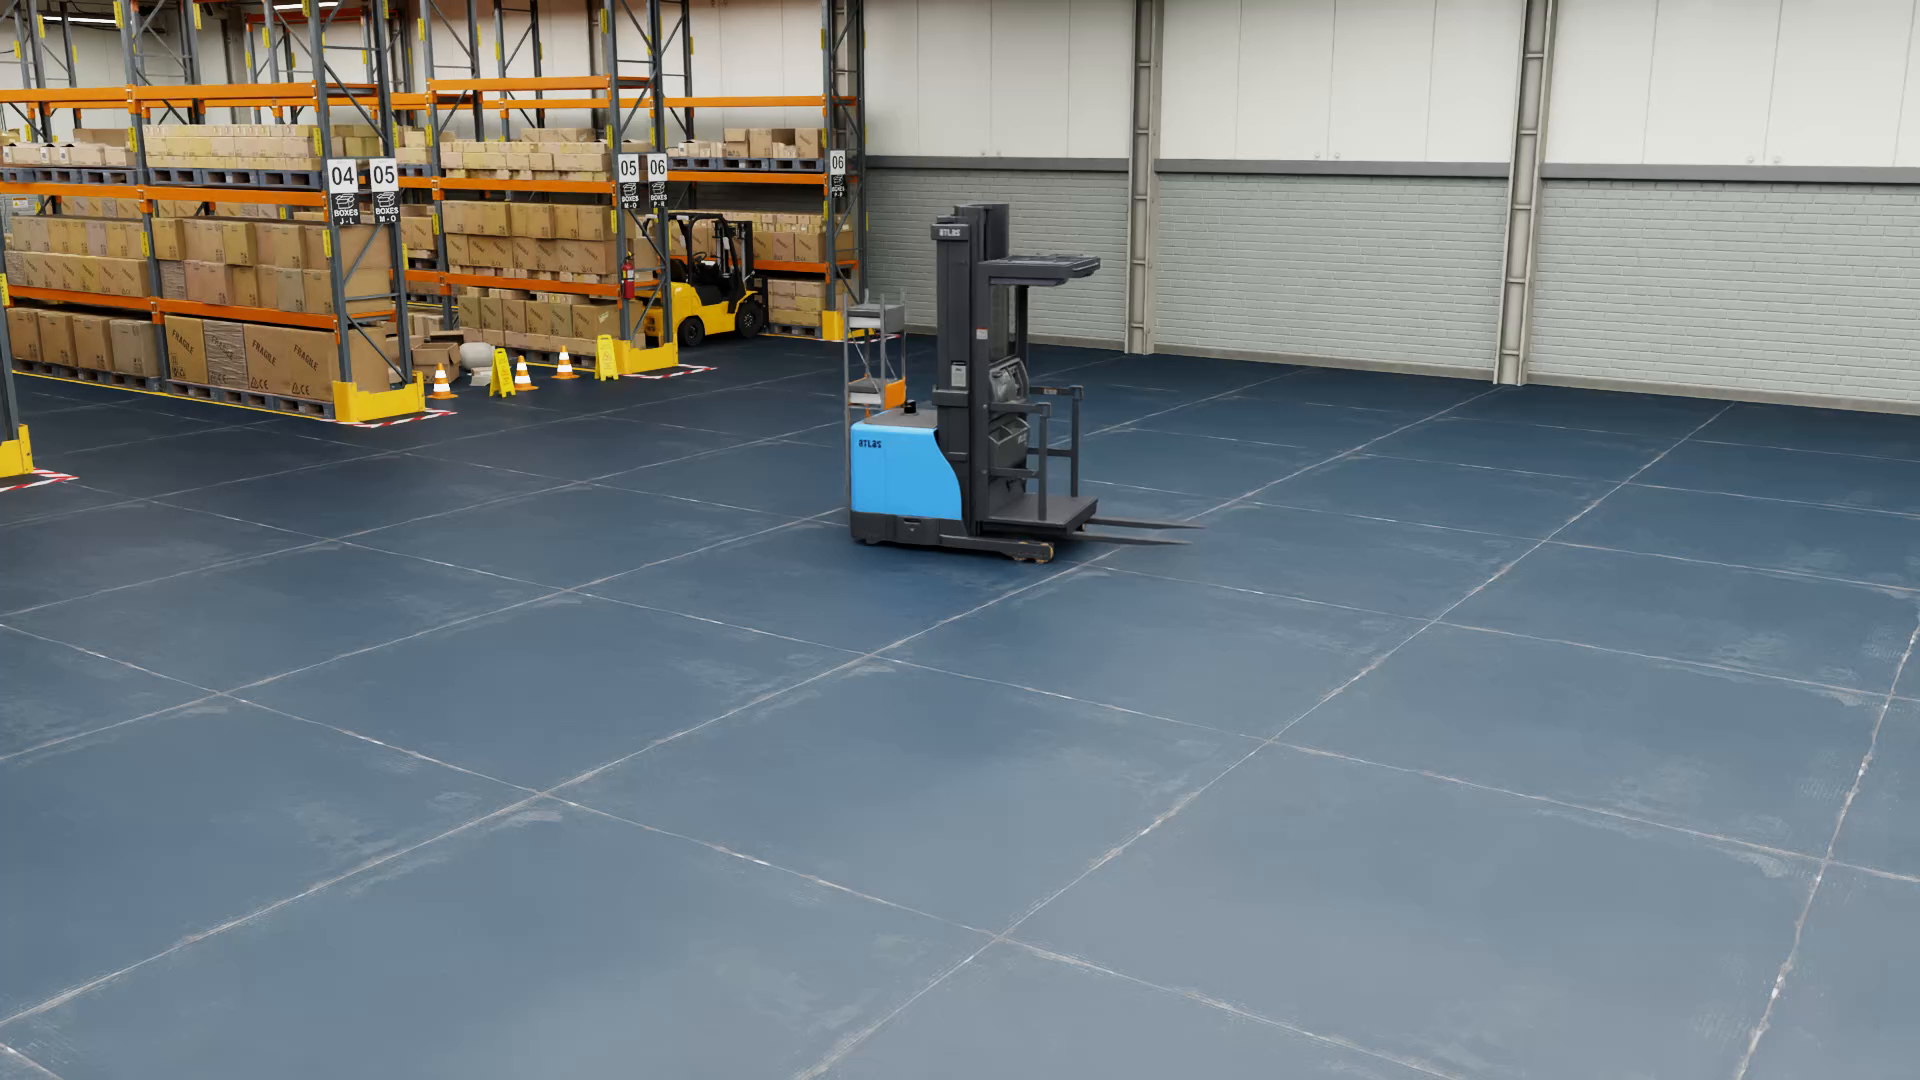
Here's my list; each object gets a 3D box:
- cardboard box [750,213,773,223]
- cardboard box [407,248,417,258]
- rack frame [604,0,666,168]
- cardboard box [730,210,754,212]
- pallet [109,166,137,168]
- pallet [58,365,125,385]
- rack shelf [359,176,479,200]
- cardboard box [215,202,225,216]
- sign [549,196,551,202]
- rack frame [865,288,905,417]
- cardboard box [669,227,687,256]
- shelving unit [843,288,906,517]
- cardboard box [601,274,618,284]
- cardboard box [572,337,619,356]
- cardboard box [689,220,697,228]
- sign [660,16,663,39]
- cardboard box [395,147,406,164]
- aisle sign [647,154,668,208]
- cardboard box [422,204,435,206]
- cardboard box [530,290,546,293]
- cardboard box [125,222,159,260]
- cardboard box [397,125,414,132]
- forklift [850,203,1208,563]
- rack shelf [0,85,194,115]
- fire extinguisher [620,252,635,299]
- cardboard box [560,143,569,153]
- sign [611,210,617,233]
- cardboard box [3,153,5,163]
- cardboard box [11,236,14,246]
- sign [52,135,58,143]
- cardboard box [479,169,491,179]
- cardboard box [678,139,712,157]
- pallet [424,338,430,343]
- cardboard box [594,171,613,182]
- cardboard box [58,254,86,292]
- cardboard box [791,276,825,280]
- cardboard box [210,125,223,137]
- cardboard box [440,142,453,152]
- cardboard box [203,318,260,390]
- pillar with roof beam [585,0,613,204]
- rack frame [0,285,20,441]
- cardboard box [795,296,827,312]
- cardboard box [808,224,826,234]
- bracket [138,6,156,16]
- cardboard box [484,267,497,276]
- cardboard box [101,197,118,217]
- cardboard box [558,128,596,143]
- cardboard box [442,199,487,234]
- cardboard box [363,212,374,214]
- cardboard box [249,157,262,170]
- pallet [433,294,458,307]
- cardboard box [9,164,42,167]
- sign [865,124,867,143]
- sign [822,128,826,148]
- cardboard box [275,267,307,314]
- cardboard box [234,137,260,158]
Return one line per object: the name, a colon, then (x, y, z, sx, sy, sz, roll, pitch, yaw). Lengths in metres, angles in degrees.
cardboard box: (-3.502, -5.710, 29.469, 0.250, 0.149, 0.380, 10, 17, 34)
cardboard box: (-8.848, -4.726, 27.320, 0.250, 0.149, 0.380, 9, 16, 31)
rack frame: (-4.739, -6.967, 24.239, 0.127, 3.000, 1.000, 9, 17, 33)
cardboard box: (-3.999, -5.972, 30.528, 0.250, 0.149, 0.380, 9, 16, 32)
pallet: (-15.369, -7.189, 31.563, 1.213, 0.211, 1.003, 9, 17, 33)
pallet: (-12.436, -2.489, 24.438, 1.213, 0.211, 1.003, 9, 17, 33)
rack shelf: (-9.718, -5.966, 27.937, 4.000, 0.370, 1.077, 9, 17, 33)
cardboard box: (-13.207, -5.883, 30.057, 0.500, 0.500, 0.500, 9, 16, 32)
sign: (-8.303, -6.791, 33.604, 0.005, 0.325, 0.100, 9, 17, 33)
rack frame: (-0.707, -1.331, 15.830, 0.400, 2.100, 0.015, 5, 15, 20)
cardboard box: (-5.069, -5.518, 30.664, 0.500, 0.500, 0.500, 9, 16, 31)
shelving unit: (-0.793, -1.276, 15.608, 0.431, 2.100, 0.503, 5, 15, 20)
cardboard box: (-5.169, -3.940, 25.021, 0.250, 0.149, 0.380, 10, 17, 35)
cardboard box: (-5.580, -2.982, 25.474, 0.500, 0.250, 0.500, 9, 17, 33)
cardboard box: (-4.726, -5.786, 30.395, 0.250, 0.149, 0.380, 9, 17, 33)
sign: (-4.436, -7.567, 24.554, 0.005, 0.325, 0.100, 9, 17, 33)
cardboard box: (-9.041, -6.296, 27.212, 0.500, 0.250, 0.500, 9, 17, 33)
aisle sign: (-4.515, -5.370, 24.864, 0.004, 0.787, 0.394, 9, 17, 33)
cardboard box: (-11.223, -6.728, 34.676, 0.500, 0.500, 0.700, 9, 17, 33)
cardboard box: (-8.100, -5.082, 33.180, 0.625, 0.625, 0.875, 10, 17, 35)
cardboard box: (-11.152, -4.190, 23.217, 0.500, 0.500, 0.700, 9, 16, 32)
cardboard box: (-11.637, -8.559, 34.872, 0.258, 0.266, 0.396, 9, 16, 32)
forklift: (0.607, -1.372, 14.265, 3.031, 2.935, 1.130, 5, 15, 19)
rack shelf: (-12.397, -6.227, 23.582, 4.000, 0.370, 1.077, 9, 17, 33)
fire extinguisher: (-4.901, -3.910, 24.536, 0.183, 0.674, 0.296, 9, 17, 33)
cardboard box: (-5.781, -5.879, 24.952, 0.250, 0.149, 0.380, 9, 17, 33)
sign: (-5.065, -4.662, 24.347, 0.005, 0.325, 0.100, 9, 17, 33)
cardboard box: (-13.868, -5.637, 24.550, 0.250, 0.149, 0.380, 8, 16, 31)
cardboard box: (-14.335, -4.599, 25.569, 0.250, 0.149, 0.380, 9, 17, 33)
sign: (-13.740, -5.982, 25.263, 0.005, 0.325, 0.100, 9, 17, 33)
cardboard box: (-7.298, -5.735, 26.031, 0.250, 0.149, 0.380, 10, 17, 34)
cardboard box: (-4.737, -7.086, 30.068, 0.500, 0.311, 0.500, 10, 17, 34)
pallet: (-8.705, -3.342, 27.883, 1.213, 0.211, 1.003, 9, 17, 33)
cardboard box: (-5.191, -5.381, 24.598, 0.250, 0.149, 0.380, 9, 17, 33)
cardboard box: (-12.580, -3.859, 23.961, 0.500, 0.500, 0.500, 9, 17, 32)
cardboard box: (-2.682, -4.568, 29.801, 0.500, 0.250, 0.500, 9, 17, 33)
cardboard box: (-9.362, -5.243, 21.302, 0.250, 0.149, 0.380, 9, 17, 33)
cardboard box: (-7.979, -6.205, 26.267, 0.250, 0.149, 0.380, 9, 16, 32)
cardboard box: (-9.504, -2.545, 22.408, 0.875, 0.875, 0.875, 9, 17, 33)
pillar with roof beam: (-9.428, -8.176, 29.125, 0.400, 9.000, 9.100, 9, 17, 33)
rack frame: (-10.270, -2.079, 16.978, 0.127, 3.000, 1.000, 9, 17, 33)
cardboard box: (-2.550, -4.160, 29.192, 0.500, 0.250, 0.500, 9, 16, 32)
cardboard box: (-2.416, -5.399, 28.832, 0.250, 0.149, 0.380, 9, 17, 34)
bracket: (-19.492, -12.694, 39.884, 0.430, 0.232, 0.235, 9, 17, 33)
cardboard box: (-7.314, -4.270, 26.352, 0.250, 0.149, 0.380, 10, 17, 35)
cardboard box: (-16.086, -6.342, 31.912, 0.500, 0.500, 0.500, 9, 17, 34)
cardboard box: (-7.300, -7.592, 31.719, 0.500, 0.500, 0.500, 10, 17, 34)
cardboard box: (-7.814, -5.167, 26.546, 0.500, 0.500, 0.700, 9, 17, 32)
cardboard box: (-9.990, -5.384, 28.630, 0.500, 0.500, 0.500, 8, 16, 29)
cardboard box: (-8.728, -4.754, 20.984, 0.250, 0.149, 0.380, 9, 16, 32)
pallet: (-10.217, -5.035, 34.726, 1.213, 0.211, 1.003, 9, 17, 33)
cardboard box: (-14.381, -5.761, 25.404, 0.500, 0.500, 0.500, 9, 17, 33)
sign: (-1.657, -7.073, 28.929, 0.005, 0.325, 0.100, 9, 17, 33)
sign: (-2.286, -6.786, 28.073, 0.005, 0.325, 0.100, 9, 17, 33)
cardboard box: (-8.220, -3.237, 21.345, 0.550, 0.550, 0.875, 9, 17, 33)
cardboard box: (-8.811, -4.979, 21.062, 0.500, 0.250, 0.500, 9, 17, 32)
